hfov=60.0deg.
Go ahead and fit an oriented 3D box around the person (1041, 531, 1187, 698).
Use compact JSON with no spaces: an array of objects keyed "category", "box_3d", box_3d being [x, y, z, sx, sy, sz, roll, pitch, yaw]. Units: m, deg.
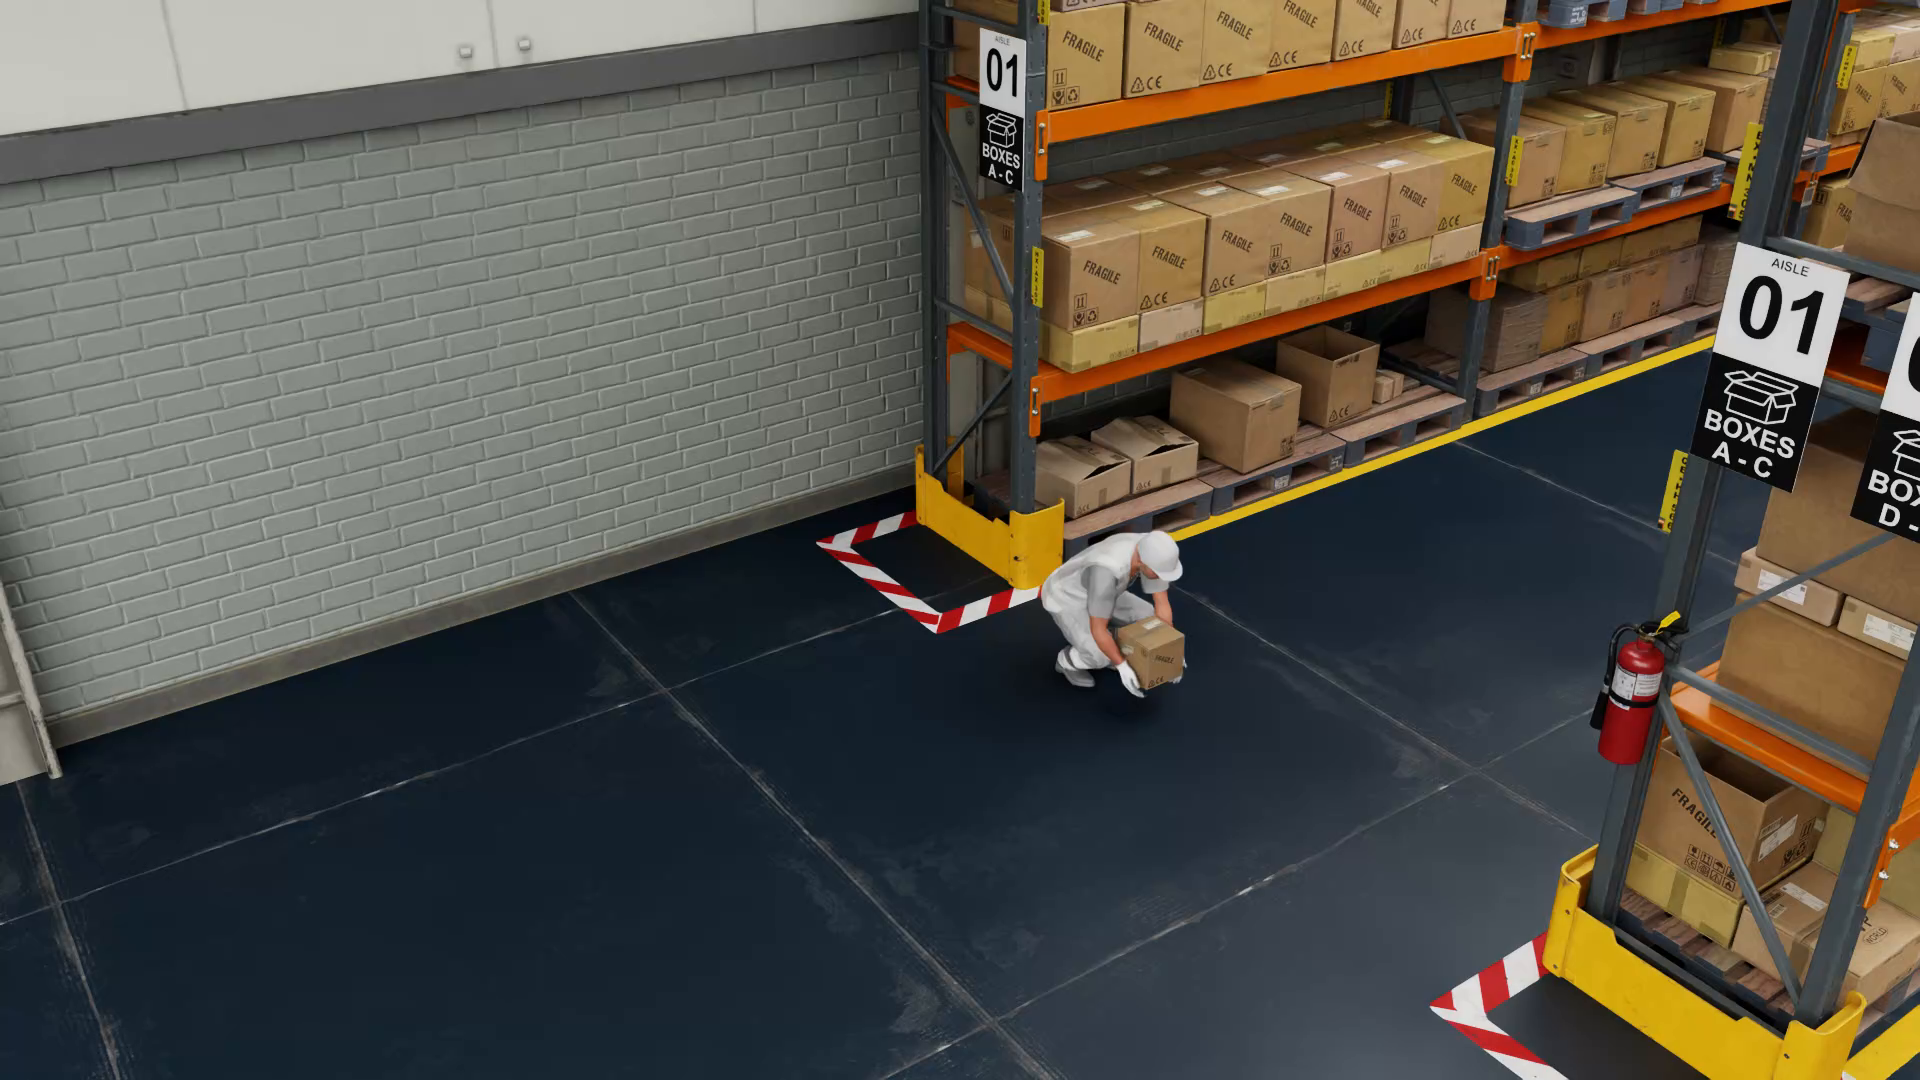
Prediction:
[{"category":"person","box_3d":[0.822,0.319,8.849,0.562,0.999,0.837,-20,34,-32]}]
